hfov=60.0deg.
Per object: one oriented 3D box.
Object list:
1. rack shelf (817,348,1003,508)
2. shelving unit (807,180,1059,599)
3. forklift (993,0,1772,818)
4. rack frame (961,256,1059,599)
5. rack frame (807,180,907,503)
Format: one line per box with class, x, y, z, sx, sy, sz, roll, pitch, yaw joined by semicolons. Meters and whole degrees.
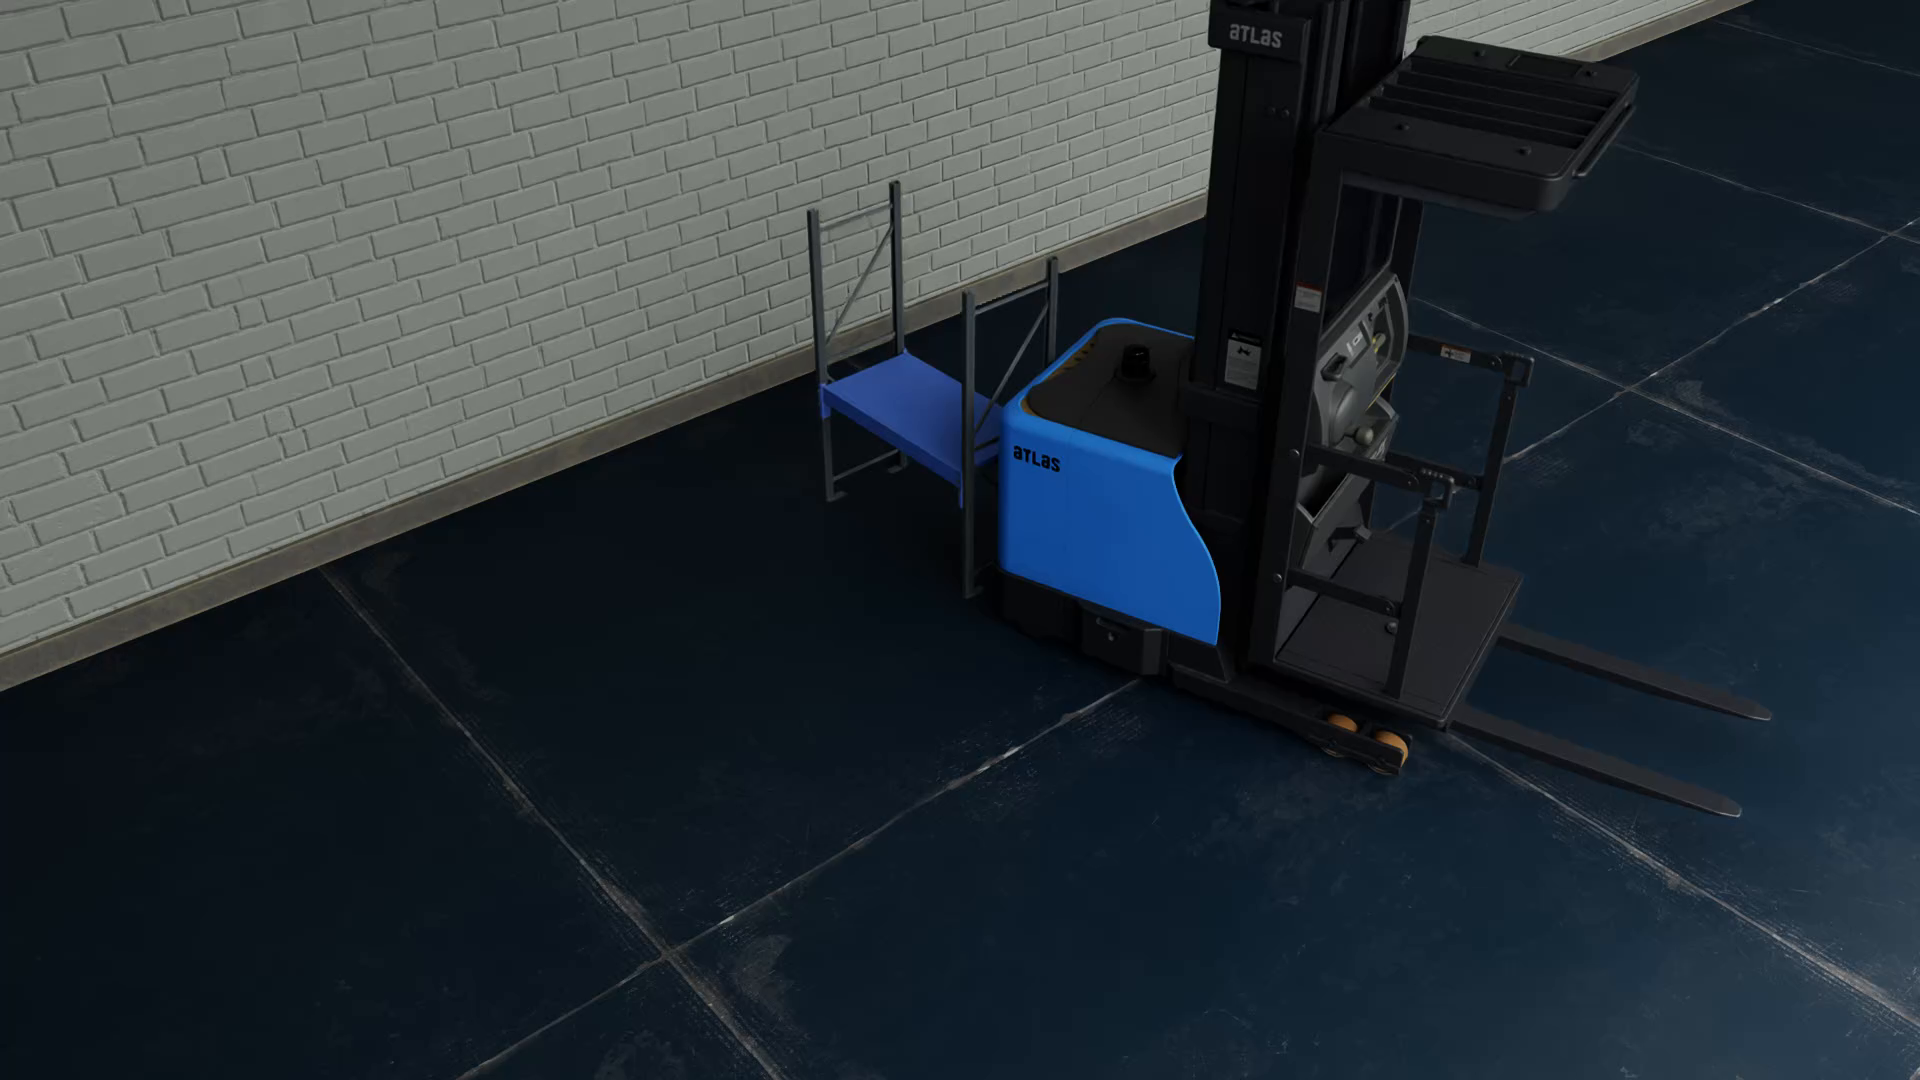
rack shelf;-0.128;-0.524;7.504;0.538;0.185;1.000;-27;43;-32
shelving unit;-0.128;-0.671;7.400;0.538;1.500;1.048;-27;43;-32
forklift;1.669;-0.637;6.114;3.031;2.935;1.130;19;40;25
rack frame;0.205;-0.449;7.087;0.500;1.500;0.032;-27;43;-32
rack frame;-0.462;-0.893;7.713;0.500;1.500;0.032;-27;43;-32
